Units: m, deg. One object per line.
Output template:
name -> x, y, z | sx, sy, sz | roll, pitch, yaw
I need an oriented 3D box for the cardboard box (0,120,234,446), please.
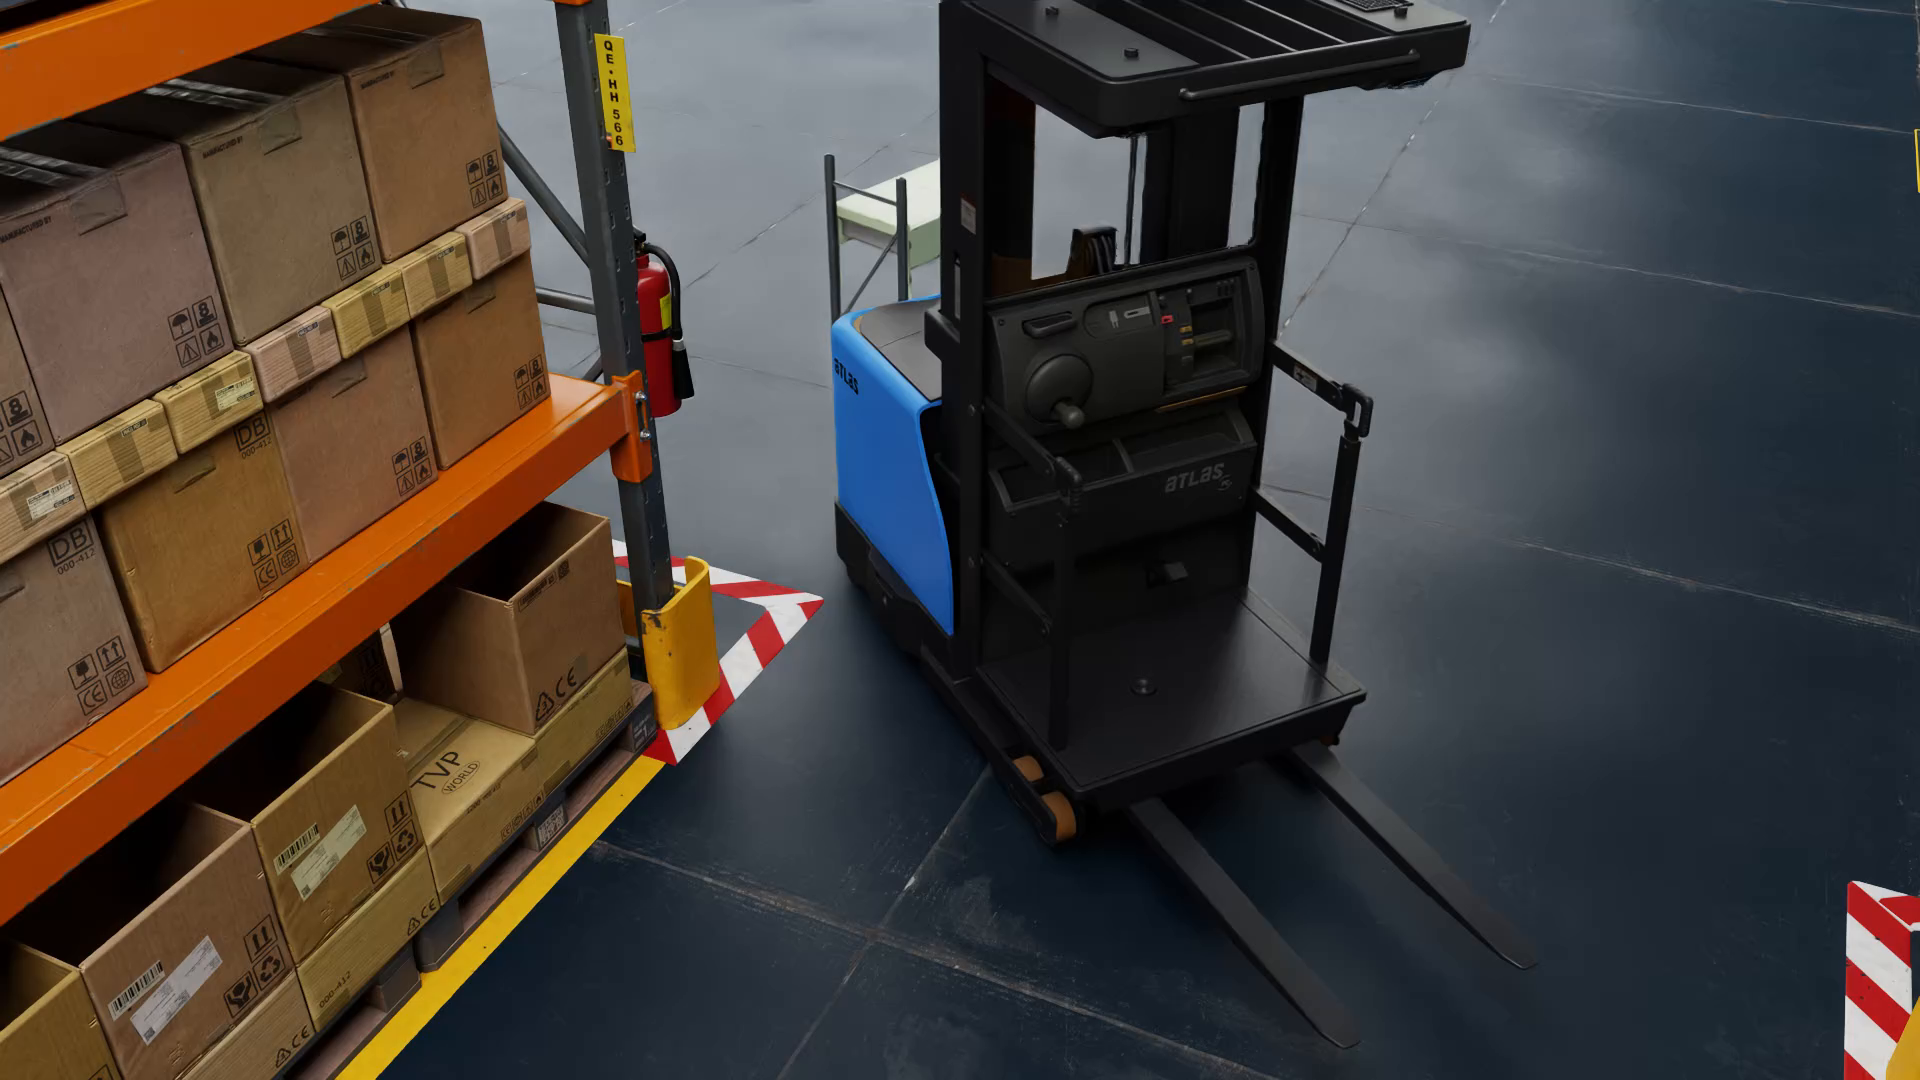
cardboard box -> -2.105, -0.607, 3.665 | 0.700, 0.500, 0.500 | 14, 36, 21

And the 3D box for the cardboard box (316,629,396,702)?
cardboard box -> -2.085, 0.334, 4.946 | 0.500, 0.500, 0.500 | 14, 36, 20

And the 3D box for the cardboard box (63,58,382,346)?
cardboard box -> -1.895, -0.858, 4.048 | 0.700, 0.500, 0.500 | 13, 36, 19

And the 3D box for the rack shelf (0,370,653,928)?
rack shelf -> -2.288, 0.504, 3.901 | 1.077, 0.370, 4.000 | 14, 36, 20

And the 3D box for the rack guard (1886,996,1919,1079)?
rack guard -> 3.018, 1.425, 4.121 | 1.175, 0.500, 0.348 | 14, 36, 20

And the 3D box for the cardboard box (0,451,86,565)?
cardboard box -> -2.085, -0.099, 3.482 | 0.380, 0.149, 0.250 | 14, 36, 20

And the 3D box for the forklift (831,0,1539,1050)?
forklift -> 0.622, -0.540, 4.900 | 1.130, 2.935, 3.031 | -15, 36, -22

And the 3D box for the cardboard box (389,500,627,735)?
cardboard box -> -1.405, 0.203, 5.145 | 0.500, 0.500, 0.500 | 14, 36, 20

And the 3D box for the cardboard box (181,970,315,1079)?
cardboard box -> -2.024, 1.266, 4.208 | 0.500, 0.250, 0.500 | 14, 36, 20

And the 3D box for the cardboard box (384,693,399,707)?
cardboard box -> -2.083, 0.648, 5.151 | 0.500, 0.250, 0.500 | 14, 36, 20

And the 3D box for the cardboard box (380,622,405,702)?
cardboard box -> -1.877, 0.398, 5.532 | 0.500, 0.250, 0.500 | 14, 36, 20

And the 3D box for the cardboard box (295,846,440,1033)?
cardboard box -> -1.813, 1.018, 4.587 | 0.500, 0.250, 0.500 | 14, 36, 20

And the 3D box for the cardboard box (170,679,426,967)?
cardboard box -> -1.810, 0.705, 4.380 | 0.500, 0.500, 0.500 | 14, 36, 20

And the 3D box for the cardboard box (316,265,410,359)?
cardboard box -> -1.653, -0.614, 4.267 | 0.380, 0.149, 0.250 | 14, 36, 20

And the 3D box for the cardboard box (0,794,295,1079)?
cardboard box -> -2.020, 0.954, 4.001 | 0.500, 0.500, 0.500 | 14, 36, 20

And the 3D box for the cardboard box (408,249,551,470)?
cardboard box -> -1.658, -0.605, 4.846 | 0.700, 0.500, 0.500 | 14, 36, 20

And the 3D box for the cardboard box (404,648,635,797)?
cardboard box -> -1.407, 0.517, 5.351 | 0.500, 0.250, 0.500 | 14, 36, 20

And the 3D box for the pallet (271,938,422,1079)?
pallet -> -2.245, 1.369, 4.469 | 1.003, 0.211, 1.213 | 14, 36, 20

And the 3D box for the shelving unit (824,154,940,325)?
shelving unit -> -0.111, -0.895, 6.746 | 0.431, 1.500, 0.755 | 25, 41, 33

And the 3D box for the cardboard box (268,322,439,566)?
cardboard box -> -1.873, -0.342, 4.445 | 0.700, 0.500, 0.500 | 15, 36, 22

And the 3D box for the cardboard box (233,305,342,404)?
cardboard box -> -1.760, -0.489, 4.077 | 0.380, 0.149, 0.250 | 15, 36, 21

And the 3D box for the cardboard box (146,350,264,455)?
cardboard box -> -1.870, -0.358, 3.878 | 0.380, 0.149, 0.250 | 15, 36, 22

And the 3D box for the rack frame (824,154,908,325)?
rack frame -> -0.350, -0.743, 6.515 | 0.400, 1.500, 0.023 | 25, 41, 33

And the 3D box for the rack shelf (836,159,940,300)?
rack shelf -> -0.111, -1.221, 6.533 | 0.431, 0.370, 0.720 | 25, 41, 33

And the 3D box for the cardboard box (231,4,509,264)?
cardboard box -> -1.680, -1.121, 4.450 | 0.700, 0.500, 0.500 | 14, 36, 21

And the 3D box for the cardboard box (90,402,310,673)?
cardboard box -> -2.086, -0.096, 4.070 | 0.700, 0.500, 0.500 | 14, 36, 21

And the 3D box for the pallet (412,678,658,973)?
pallet -> -1.733, 0.764, 5.392 | 1.003, 0.211, 1.213 | 14, 36, 20

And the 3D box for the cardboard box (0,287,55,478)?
cardboard box -> -2.315, -0.357, 3.285 | 0.700, 0.500, 0.500 | 14, 36, 21

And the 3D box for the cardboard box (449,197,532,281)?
cardboard box -> -1.438, -0.872, 4.661 | 0.380, 0.149, 0.250 | 14, 36, 20

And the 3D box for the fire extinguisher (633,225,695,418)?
fire extinguisher -> -0.980, -0.712, 5.172 | 0.296, 0.674, 0.183 | 14, 36, 20

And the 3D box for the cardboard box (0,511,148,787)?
cardboard box -> -2.303, 0.167, 3.669 | 0.700, 0.500, 0.500 | 15, 36, 22

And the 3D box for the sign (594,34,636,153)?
sign -> -0.964, -1.244, 4.640 | 0.100, 0.325, 0.005 | 14, 36, 20

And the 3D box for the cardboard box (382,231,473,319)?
cardboard box -> -1.546, -0.741, 4.462 | 0.380, 0.149, 0.250 | 15, 36, 22

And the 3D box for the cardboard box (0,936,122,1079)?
cardboard box -> -2.228, 1.203, 3.620 | 0.500, 0.500, 0.500 | 14, 36, 20

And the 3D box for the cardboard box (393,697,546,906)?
cardboard box -> -1.605, 0.768, 4.967 | 0.500, 0.250, 0.500 | 14, 36, 20

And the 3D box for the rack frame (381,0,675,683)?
rack frame -> -1.451, -0.793, 5.223 | 1.000, 3.000, 0.127 | 14, 36, 20

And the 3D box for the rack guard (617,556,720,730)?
rack guard -> -1.441, 0.241, 5.927 | 1.175, 0.500, 0.348 | 14, 36, 20

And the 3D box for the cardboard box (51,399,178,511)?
cardboard box -> -1.978, -0.226, 3.677 | 0.380, 0.149, 0.250 | 15, 36, 22
